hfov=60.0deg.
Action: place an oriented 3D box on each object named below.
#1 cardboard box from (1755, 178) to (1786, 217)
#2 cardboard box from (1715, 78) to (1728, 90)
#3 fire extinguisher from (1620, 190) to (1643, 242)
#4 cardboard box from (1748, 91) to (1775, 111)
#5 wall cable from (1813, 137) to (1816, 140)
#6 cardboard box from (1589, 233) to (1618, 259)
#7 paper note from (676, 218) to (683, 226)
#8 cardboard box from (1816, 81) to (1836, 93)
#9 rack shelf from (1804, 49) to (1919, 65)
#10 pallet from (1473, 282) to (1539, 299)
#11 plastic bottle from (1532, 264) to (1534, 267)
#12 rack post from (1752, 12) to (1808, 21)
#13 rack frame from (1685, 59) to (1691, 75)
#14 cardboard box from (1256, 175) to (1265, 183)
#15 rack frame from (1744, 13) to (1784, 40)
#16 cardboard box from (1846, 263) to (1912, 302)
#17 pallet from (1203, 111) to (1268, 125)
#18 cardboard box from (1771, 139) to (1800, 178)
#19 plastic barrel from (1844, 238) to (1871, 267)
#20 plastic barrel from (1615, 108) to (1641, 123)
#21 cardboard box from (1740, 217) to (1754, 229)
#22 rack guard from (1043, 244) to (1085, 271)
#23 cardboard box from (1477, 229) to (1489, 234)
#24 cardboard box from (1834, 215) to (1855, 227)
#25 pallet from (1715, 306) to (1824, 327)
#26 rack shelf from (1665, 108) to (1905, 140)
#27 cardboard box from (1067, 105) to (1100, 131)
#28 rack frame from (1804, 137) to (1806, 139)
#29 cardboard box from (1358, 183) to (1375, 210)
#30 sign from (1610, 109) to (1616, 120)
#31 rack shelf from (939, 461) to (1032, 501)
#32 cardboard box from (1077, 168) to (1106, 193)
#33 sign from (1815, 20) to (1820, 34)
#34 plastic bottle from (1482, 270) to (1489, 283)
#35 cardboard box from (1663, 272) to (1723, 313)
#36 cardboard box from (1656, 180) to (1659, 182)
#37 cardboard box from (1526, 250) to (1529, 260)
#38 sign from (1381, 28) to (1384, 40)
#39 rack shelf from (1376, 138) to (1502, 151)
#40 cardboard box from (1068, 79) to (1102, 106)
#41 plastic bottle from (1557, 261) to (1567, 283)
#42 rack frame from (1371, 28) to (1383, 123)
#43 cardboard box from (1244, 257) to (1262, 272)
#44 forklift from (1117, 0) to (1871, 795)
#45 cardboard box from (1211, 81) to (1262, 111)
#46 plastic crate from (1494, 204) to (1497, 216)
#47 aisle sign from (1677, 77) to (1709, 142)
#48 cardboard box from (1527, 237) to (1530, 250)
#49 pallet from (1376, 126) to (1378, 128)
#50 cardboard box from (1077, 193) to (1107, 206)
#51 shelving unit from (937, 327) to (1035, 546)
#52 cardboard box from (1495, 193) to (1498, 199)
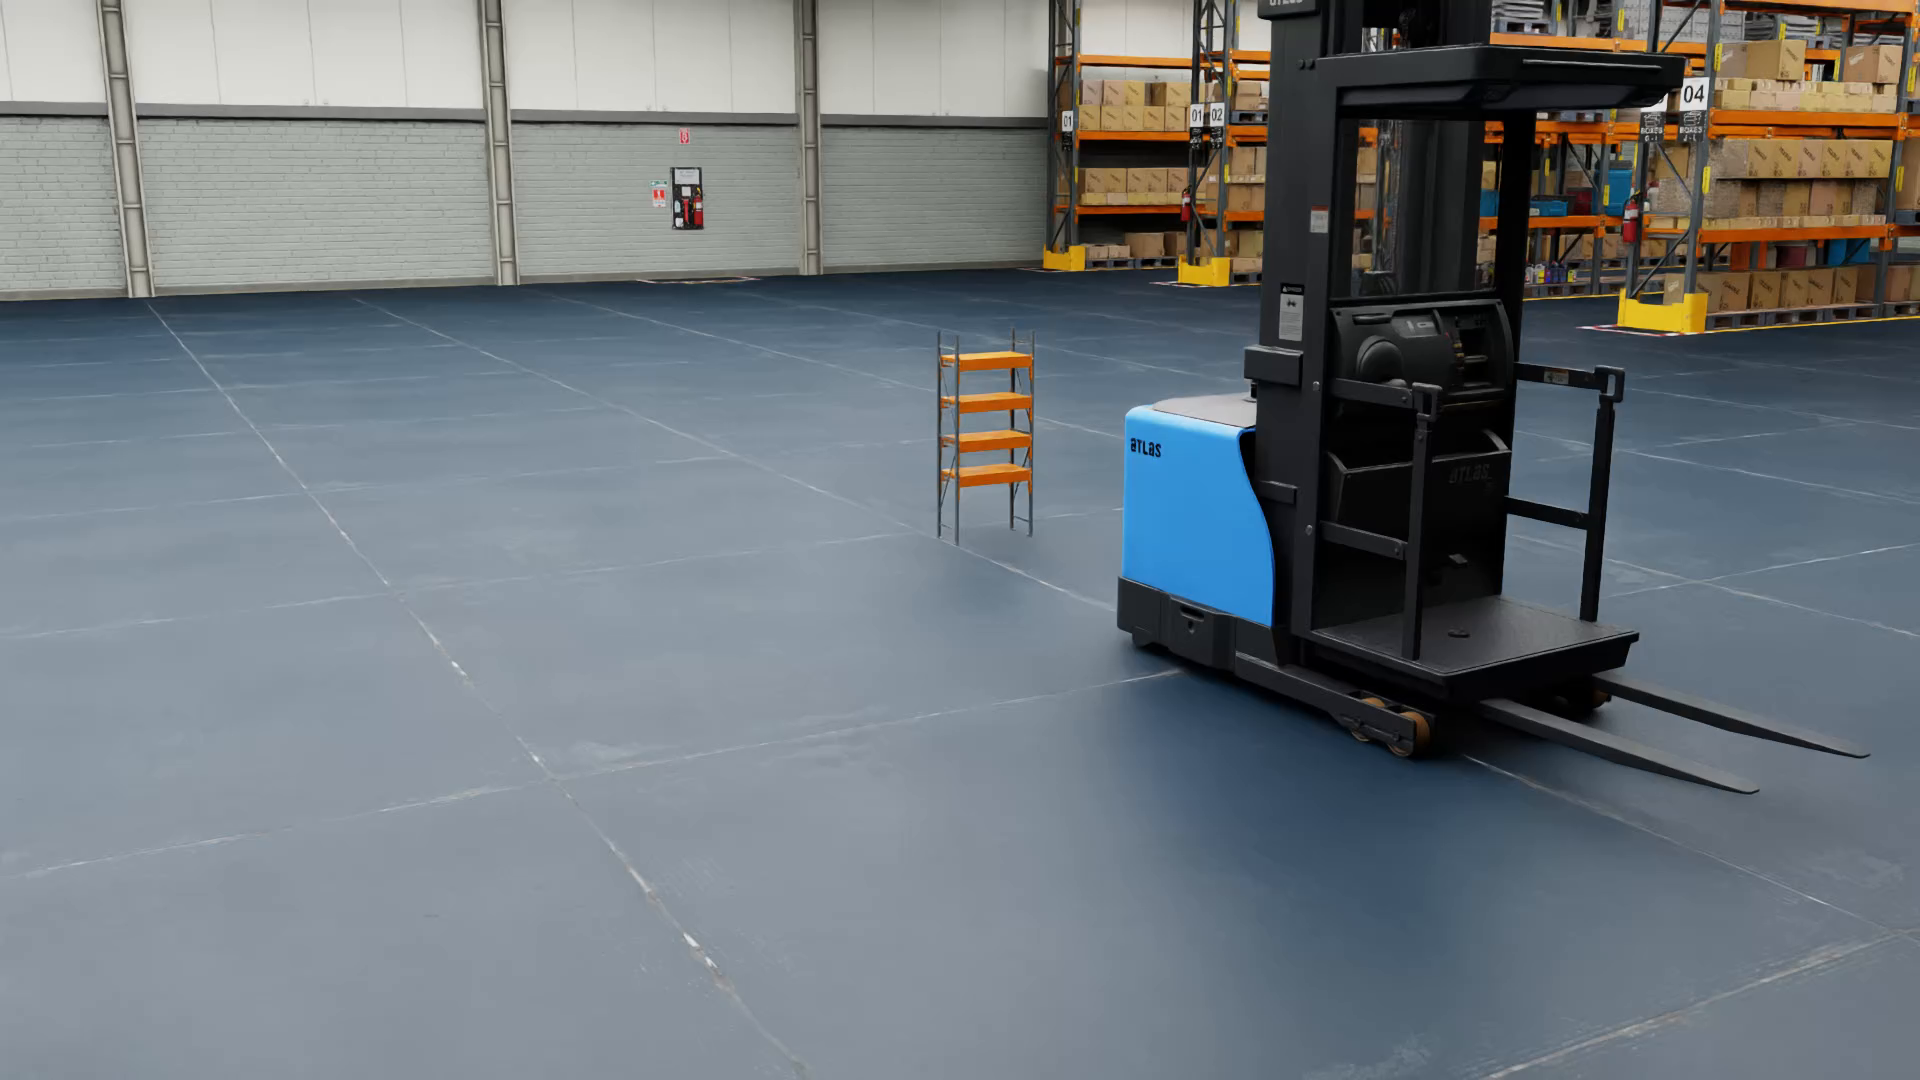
[{"bbox_3d":[10.563,-4.627,22.431,0.500,0.500,0.875,-7,14,-28],"label":"cardboard box"},{"bbox_3d":[9.579,-5.830,21.282,0.250,0.149,0.380,-7,14,-28],"label":"cardboard box"},{"bbox_3d":[8.905,-4.299,22.058,0.183,0.674,0.296,-7,14,-28],"label":"fire extinguisher"},{"bbox_3d":[10.223,-5.707,21.646,0.500,0.250,0.500,-7,15,-29],"label":"cardboard box"},{"bbox_3d":[21.286,-10.745,43.933,0.112,2.526,3.097,-7,14,-28],"label":"wall cable"},{"bbox_3d":[13.397,-6.163,34.855,0.500,0.500,0.500,-7,15,-30],"label":"cardboard box"},{"bbox_3d":[-5.336,-6.046,31.647,0.142,0.148,0.016,-7,14,-28],"label":"paper note"},{"bbox_3d":[11.436,-6.036,22.202,0.250,0.149,0.380,-6,14,-25],"label":"cardboard box"},{"bbox_3d":[15.631,-8.648,30.088,4.000,0.370,1.077,-7,14,-28],"label":"rack shelf"},{"bbox_3d":[8.683,-4.083,27.273,1.213,0.211,1.003,-7,14,-28],"label":"pallet"},{"bbox_3d":[9.604,-4.533,28.122,0.135,0.276,0.152,-6,14,-26],"label":"plastic bottle"},{"bbox_3d":[14.512,-9.336,29.422,0.986,0.289,0.624,-7,14,-28],"label":"rack post"},{"bbox_3d":[15.016,-10.359,35.144,0.127,3.000,1.000,-7,14,-28],"label":"rack frame"},{"bbox_3d":[5.381,-6.589,30.351,0.250,0.149,0.380,-7,14,-28],"label":"cardboard box"},{"bbox_3d":[13.875,-8.983,29.031,0.127,3.000,1.000,-7,14,-28],"label":"rack frame"},{"bbox_3d":[13.287,-3.737,24.073,0.500,0.500,0.700,-8,15,-32],"label":"cardboard box"},{"bbox_3d":[5.116,-7.660,30.182,1.213,0.211,1.003,-7,14,-28],"label":"pallet"},{"bbox_3d":[10.720,-5.052,22.041,0.500,0.500,0.500,-7,14,-28],"label":"cardboard box"},{"bbox_3d":[16.900,-5.605,31.504,0.708,0.901,0.600,-7,14,-28],"label":"plastic barrel"},{"bbox_3d":[11.281,-7.508,28.164,0.600,0.901,0.600,0,13,0],"label":"plastic barrel"},{"bbox_3d":[10.256,-4.198,22.004,0.250,0.149,0.380,-7,14,-28],"label":"cardboard box"},{"bbox_3d":[2.173,-5.913,34.743,0.348,0.500,1.175,-7,14,-28],"label":"rack guard"},{"bbox_3d":[12.131,-7.449,39.817,0.750,0.750,0.750,-7,14,-27],"label":"cardboard box"},{"bbox_3d":[12.051,-4.392,22.867,0.250,0.149,0.380,-7,14,-28],"label":"cardboard box"},{"bbox_3d":[11.093,-3.114,22.966,1.213,0.211,1.003,-7,14,-28],"label":"pallet"},{"bbox_3d":[10.982,-5.583,22.393,4.000,0.370,1.077,-7,14,-28],"label":"rack shelf"},{"bbox_3d":[2.520,-8.633,34.033,0.500,0.500,0.500,-6,14,-26],"label":"cardboard box"},{"bbox_3d":[18.527,-7.853,37.672,0.127,3.000,1.000,-7,14,-28],"label":"rack frame"},{"bbox_3d":[7.608,-6.592,31.839,0.500,0.500,0.700,-7,15,-29],"label":"cardboard box"},{"bbox_3d":[10.618,-6.996,27.013,0.005,0.325,0.100,-7,14,-28],"label":"sign"},{"bbox_3d":[0.145,-0.343,9.613,0.480,0.148,0.258,-7,14,-28],"label":"rack shelf"},{"bbox_3d":[2.669,-7.419,34.331,0.500,0.500,0.500,-7,14,-28],"label":"cardboard box"},{"bbox_3d":[18.775,-11.204,36.409,0.005,0.325,0.100,-7,14,-28],"label":"sign"},{"bbox_3d":[8.687,-4.356,27.504,0.097,0.201,0.097,0,13,0],"label":"plastic bottle"},{"bbox_3d":[9.783,-3.308,22.214,0.500,0.500,0.500,-4,13,-17],"label":"cardboard box"},{"bbox_3d":[15.332,-7.583,36.245,0.500,0.500,0.500,-7,14,-27],"label":"cardboard box"},{"bbox_3d":[11.160,-5.773,33.734,0.500,0.250,0.500,-6,14,-27],"label":"cardboard box"},{"bbox_3d":[9.397,-11.283,36.943,0.005,0.325,0.100,-7,14,-28],"label":"sign"},{"bbox_3d":[10.884,-9.289,38.857,4.000,0.370,1.077,-7,14,-28],"label":"rack shelf"},{"bbox_3d":[2.561,-9.128,33.953,0.500,0.500,0.500,-8,15,-32],"label":"cardboard box"},{"bbox_3d":[9.937,-4.435,27.514,0.185,0.351,0.144,-7,15,-29],"label":"plastic bottle"},{"bbox_3d":[9.128,-10.893,37.514,0.127,3.000,1.000,-7,14,-28],"label":"rack frame"},{"bbox_3d":[5.498,-5.100,30.746,0.500,0.250,0.500,-7,14,-28],"label":"cardboard box"},{"bbox_3d":[1.917,-0.753,6.279,1.130,2.935,3.031,-8,15,-31],"label":"forklift"},{"bbox_3d":[4.990,-8.016,30.056,0.637,0.503,0.797,-6,14,-24],"label":"cardboard box"},{"bbox_3d":[9.037,-5.444,27.450,0.662,0.188,0.450,-7,14,-28],"label":"plastic crate"},{"bbox_3d":[9.316,-5.464,21.137,0.004,0.787,0.394,-7,14,-28],"label":"aisle sign"},{"bbox_3d":[11.163,-6.046,33.671,0.500,0.311,0.500,-6,14,-26],"label":"cardboard box"},{"bbox_3d":[8.762,-8.056,32.178,1.217,0.209,0.805,-8,15,-30],"label":"pallet"},{"bbox_3d":[2.687,-7.051,34.404,0.500,0.250,0.500,-7,15,-29],"label":"cardboard box"},{"bbox_3d":[0.145,-0.603,9.555,0.503,1.200,0.258,-7,14,-28],"label":"shelving unit"},{"bbox_3d":[10.627,-6.911,33.690,0.500,0.311,0.500,-7,14,-29],"label":"cardboard box"}]
